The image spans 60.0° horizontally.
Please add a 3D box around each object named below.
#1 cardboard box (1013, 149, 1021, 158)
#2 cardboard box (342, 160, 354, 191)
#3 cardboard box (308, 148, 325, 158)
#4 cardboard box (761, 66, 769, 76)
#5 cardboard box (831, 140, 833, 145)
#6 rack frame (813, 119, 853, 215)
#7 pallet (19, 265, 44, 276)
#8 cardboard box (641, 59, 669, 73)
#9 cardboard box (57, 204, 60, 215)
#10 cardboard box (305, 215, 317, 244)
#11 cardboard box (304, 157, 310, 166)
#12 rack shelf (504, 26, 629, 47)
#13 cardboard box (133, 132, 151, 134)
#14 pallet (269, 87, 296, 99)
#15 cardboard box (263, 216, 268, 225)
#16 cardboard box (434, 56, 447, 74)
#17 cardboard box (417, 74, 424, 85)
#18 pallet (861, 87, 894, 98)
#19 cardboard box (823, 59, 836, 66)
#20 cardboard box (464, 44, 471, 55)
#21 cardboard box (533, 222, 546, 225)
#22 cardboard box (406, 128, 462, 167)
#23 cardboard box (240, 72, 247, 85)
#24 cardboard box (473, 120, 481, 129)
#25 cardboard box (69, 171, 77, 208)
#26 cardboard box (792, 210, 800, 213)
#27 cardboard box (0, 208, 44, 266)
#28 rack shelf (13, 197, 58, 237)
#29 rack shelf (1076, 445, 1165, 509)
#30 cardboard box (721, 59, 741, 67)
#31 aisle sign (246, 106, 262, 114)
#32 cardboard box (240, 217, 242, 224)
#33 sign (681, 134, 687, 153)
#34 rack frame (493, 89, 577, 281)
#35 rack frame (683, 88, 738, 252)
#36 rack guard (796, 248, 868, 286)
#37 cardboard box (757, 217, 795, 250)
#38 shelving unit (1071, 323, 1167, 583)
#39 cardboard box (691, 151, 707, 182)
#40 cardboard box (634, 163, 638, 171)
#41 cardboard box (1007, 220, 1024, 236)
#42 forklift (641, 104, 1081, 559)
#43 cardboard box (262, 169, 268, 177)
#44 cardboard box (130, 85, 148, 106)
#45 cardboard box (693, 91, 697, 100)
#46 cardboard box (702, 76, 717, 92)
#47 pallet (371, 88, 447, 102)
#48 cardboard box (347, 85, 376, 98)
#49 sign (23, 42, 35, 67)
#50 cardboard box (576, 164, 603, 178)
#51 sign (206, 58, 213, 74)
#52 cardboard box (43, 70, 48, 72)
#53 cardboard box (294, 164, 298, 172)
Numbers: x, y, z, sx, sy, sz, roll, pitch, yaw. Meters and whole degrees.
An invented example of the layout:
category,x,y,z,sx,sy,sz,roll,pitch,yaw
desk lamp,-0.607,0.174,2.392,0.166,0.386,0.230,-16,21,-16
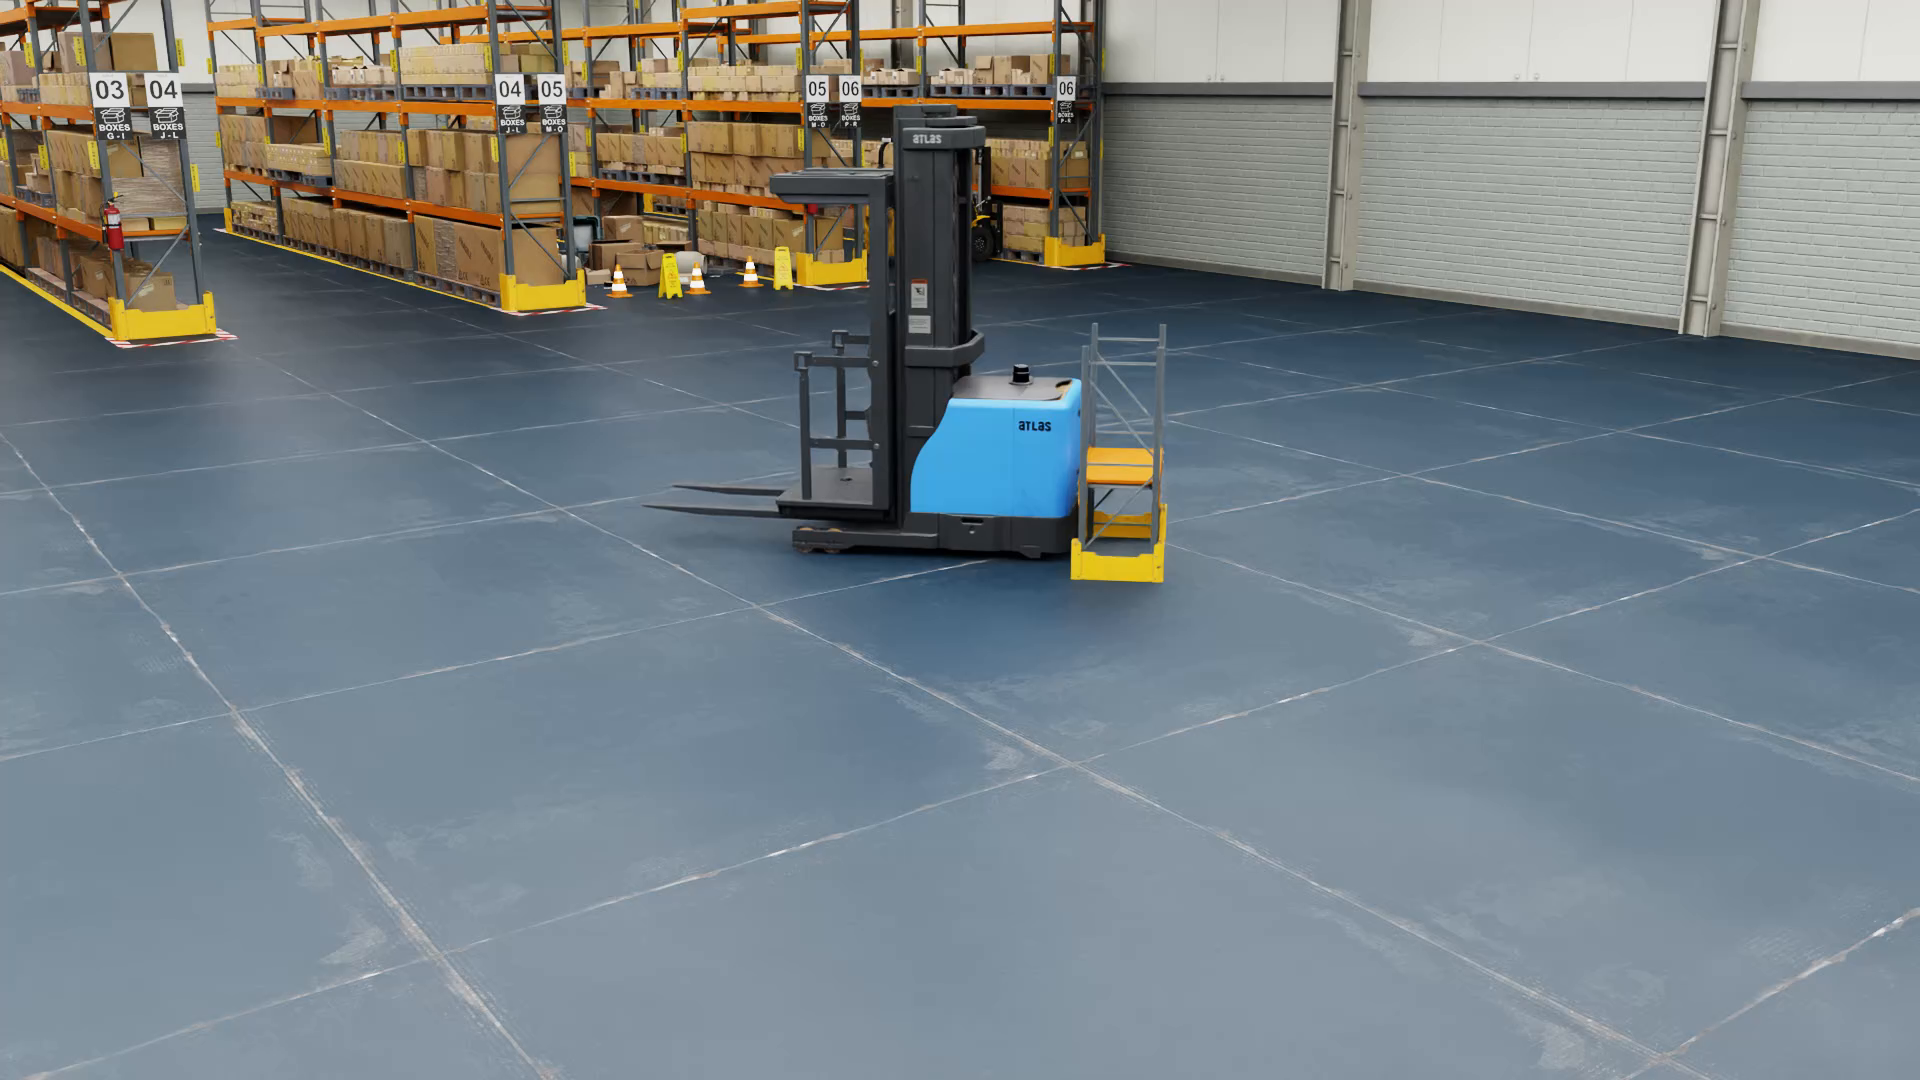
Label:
category,x,y,z,sx,sy,sz,roll,pitch,yaw
cardboard box,1.171,-6.896,29.670,0.380,0.149,0.250,-11,19,-35
cardboard box,-10.299,-6.284,28.664,0.500,0.500,0.500,-11,19,-35
cardboard box,-11.451,-6.937,29.794,0.380,0.149,0.250,-11,19,-35
cardboard box,-2.966,-7.528,26.682,0.380,0.149,0.250,-11,19,-35
cardboard box,-2.581,-8.233,34.557,0.380,0.149,0.250,-10,18,-33
rack frame,-2.689,-8.043,35.279,1.000,3.000,0.127,-11,19,-35
pallet,-15.120,-4.568,27.867,1.003,0.211,1.213,-11,19,-35
cardboard box,-5.411,-8.554,30.006,0.500,0.250,0.500,-10,18,-34
cardboard box,-12.482,-4.665,23.415,0.380,0.149,0.250,-11,19,-35
cardboard box,-11.871,-5.800,31.025,0.500,0.500,0.500,-12,19,-37
cardboard box,-11.620,-6.854,30.052,0.380,0.149,0.250,-10,18,-33
rack shelf,-7.877,-10.052,33.377,1.077,0.370,4.000,-11,19,-35
cardboard box,-10.700,-5.073,21.782,0.500,0.500,0.500,-11,19,-35
pallet,-12.109,-8.322,30.975,1.213,0.211,1.003,-11,19,-35
cardboard box,-13.781,-6.435,33.446,0.380,0.149,0.250,-12,19,-36
cardboard box,-7.340,-6.925,24.249,0.500,0.250,0.500,-11,19,-34
cardboard box,-7.909,-6.911,24.954,0.380,0.149,0.250,-11,19,-35
pallet,-1.557,-9.029,33.559,1.003,0.211,1.213,-10,18,-32
cardboard box,-2.460,-9.596,34.098,0.500,0.500,0.500,-11,19,-34
cardboard box,-6.711,-6.862,23.263,0.380,0.149,0.250,-10,18,-34
cardboard box,-8.624,-7.183,35.369,0.875,0.875,0.875,-10,18,-33
cardboard box,-8.105,-6.136,25.985,0.875,0.550,0.550,-11,19,-35
cardboard box,-14.082,-9.234,33.286,0.500,0.250,0.500,-10,18,-32
cardboard box,-10.441,-9.039,36.837,0.500,0.500,0.500,-11,19,-34
cardboard box,-11.510,-4.762,22.539,0.875,0.500,0.500,-11,19,-35
cardboard box,-3.397,-7.205,36.158,0.500,0.500,0.500,-11,19,-35
cardboard box,-15.106,-5.062,27.616,1.225,0.875,0.875,-12,19,-37
rack shelf,-13.542,-4.959,25.376,1.077,0.370,4.000,-11,19,-35
rack shelf,1.071,-0.427,10.977,0.538,0.185,1.000,2,15,7
cardboard box,-5.146,-10.698,37.442,0.396,0.266,0.258,-11,19,-35
aisle sign,-15.150,-9.506,35.701,0.394,0.787,0.004,-11,19,-35
cardboard box,-15.081,-6.813,35.390,0.380,0.149,0.250,-11,19,-35
sign,-4.796,-6.889,28.870,0.100,0.325,0.005,-11,19,-35
rack frame,-5.942,-4.773,23.334,1.000,3.000,0.127,-11,19,-35
rack frame,-4.350,-6.417,29.341,1.000,3.000,0.127,-11,19,-35
rack guard,-2.042,-4.374,26.609,1.175,0.500,0.348,-11,19,-35
cardboard box,-2.989,-5.043,27.311,0.500,0.500,0.500,-10,18,-33
shelving unit,1.073,-0.603,10.938,0.587,1.500,1.083,2,15,7
cardboard box,-4.316,-6.472,28.787,0.500,0.500,0.500,-11,19,-35
cardboard box,-5.851,-6.968,31.032,0.380,0.149,0.250,-10,18,-32
cardboard box,1.190,-5.616,29.879,0.500,0.250,0.500,-11,19,-35
forklift,-0.685,-1.459,11.353,3.031,2.935,1.130,3,16,10
cardboard box,-13.595,-7.277,32.958,0.380,0.149,0.250,-11,19,-36
cardboard box,-10.088,-5.542,20.746,0.500,0.250,0.500,-10,18,-33
cardboard box,-4.365,-7.637,28.591,0.380,0.149,0.250,-11,19,-35
cardboard box,-4.002,-7.690,28.029,0.500,0.250,0.500,-11,19,-35
pallet,-8.873,-7.170,26.771,0.805,0.209,1.217,-12,19,-37
cardboard box,-10.767,-8.140,29.762,0.500,0.500,0.500,-11,19,-35
sign,-12.812,-6.678,22.887,0.100,0.325,0.005,-11,19,-35
cardboard box,-7.209,-7.267,32.728,0.500,0.250,0.500,-12,19,-36
sign,-15.789,-9.974,34.997,0.100,0.325,0.005,-11,19,-35
cardboard box,-12.999,-6.649,23.963,0.396,0.266,0.258,-10,18,-33
cardboard box,-12.058,-6.872,30.681,0.380,0.149,0.250,-10,18,-33
